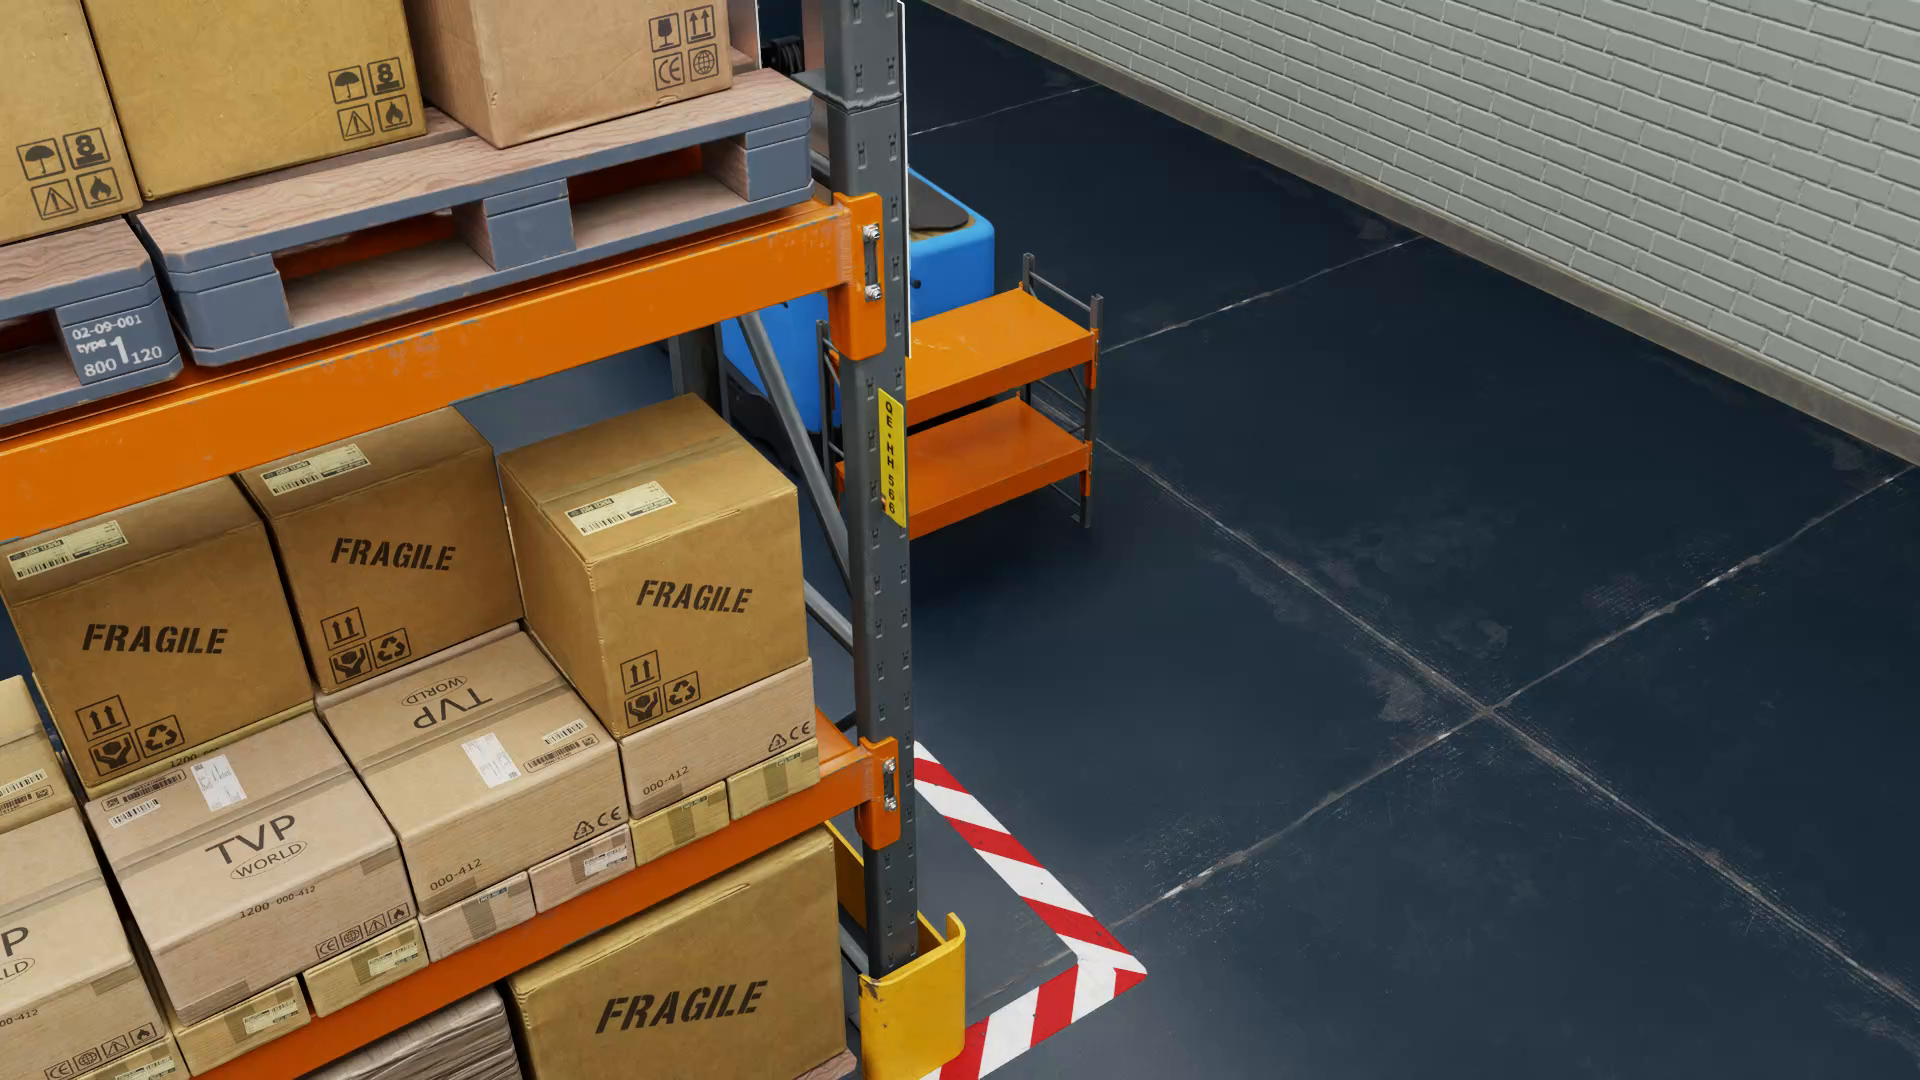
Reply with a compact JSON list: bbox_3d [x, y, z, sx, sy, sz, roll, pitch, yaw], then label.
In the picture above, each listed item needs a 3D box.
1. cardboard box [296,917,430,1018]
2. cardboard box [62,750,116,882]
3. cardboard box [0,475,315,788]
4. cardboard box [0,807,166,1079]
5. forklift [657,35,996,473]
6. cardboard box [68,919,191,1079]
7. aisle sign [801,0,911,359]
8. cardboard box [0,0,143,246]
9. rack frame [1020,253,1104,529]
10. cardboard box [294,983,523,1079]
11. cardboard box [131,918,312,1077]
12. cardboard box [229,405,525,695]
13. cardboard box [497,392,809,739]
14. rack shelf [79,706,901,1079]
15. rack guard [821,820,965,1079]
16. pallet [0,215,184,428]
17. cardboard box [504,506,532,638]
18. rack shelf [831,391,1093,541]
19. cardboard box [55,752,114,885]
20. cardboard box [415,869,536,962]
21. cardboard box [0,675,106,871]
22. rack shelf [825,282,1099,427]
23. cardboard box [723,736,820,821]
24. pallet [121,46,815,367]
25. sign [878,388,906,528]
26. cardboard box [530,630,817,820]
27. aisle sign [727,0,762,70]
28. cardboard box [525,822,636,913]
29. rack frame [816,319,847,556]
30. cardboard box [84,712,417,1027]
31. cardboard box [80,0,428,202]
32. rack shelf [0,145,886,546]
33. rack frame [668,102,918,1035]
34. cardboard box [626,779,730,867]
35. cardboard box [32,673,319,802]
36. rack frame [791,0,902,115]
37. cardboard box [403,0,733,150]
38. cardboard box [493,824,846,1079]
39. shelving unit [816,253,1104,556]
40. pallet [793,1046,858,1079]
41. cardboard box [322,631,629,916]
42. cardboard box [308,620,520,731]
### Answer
[{"bbox_3d":[-1.391,0.844,3.723,0.250,0.149,0.380,-23,42,-29],"label":"cardboard box"},{"bbox_3d":[-1.985,0.618,4.037,0.250,0.149,0.380,-23,42,-28],"label":"cardboard box"},{"bbox_3d":[-1.832,0.134,3.726,0.500,0.500,0.500,-24,42,-29],"label":"cardboard box"},{"bbox_3d":[-1.953,0.869,3.346,0.500,0.250,0.500,-22,41,-28],"label":"cardboard box"},{"bbox_3d":[-1.035,-2.298,7.935,1.130,2.935,3.031,-20,40,-25],"label":"forklift"},{"bbox_3d":[-1.806,1.014,3.487,0.250,0.149,0.380,-22,41,-27],"label":"cardboard box"},{"bbox_3d":[-0.224,-0.816,3.589,0.004,0.787,0.394,-22,41,-28],"label":"aisle sign"},{"bbox_3d":[-1.774,-0.820,2.721,0.500,0.500,0.700,-25,43,-31],"label":"cardboard box"},{"bbox_3d":[0.421,-0.630,7.162,0.032,1.125,0.500,-22,41,-28],"label":"rack frame"},{"bbox_3d":[-1.676,1.372,4.233,0.875,0.875,0.875,-22,41,-28],"label":"cardboard box"},{"bbox_3d":[-1.602,0.931,3.601,0.250,0.149,0.380,-22,41,-28],"label":"cardboard box"},{"bbox_3d":[-1.412,-0.043,3.972,0.500,0.500,0.500,-23,42,-29],"label":"cardboard box"},{"bbox_3d":[-0.702,0.046,3.849,0.500,0.500,0.500,-22,41,-27],"label":"cardboard box"},{"bbox_3d":[-2.090,1.085,3.788,4.000,0.370,1.077,-22,41,-28],"label":"rack shelf"},{"bbox_3d":[-0.436,1.127,5.254,0.348,0.500,1.175,-22,41,-28],"label":"rack guard"},{"bbox_3d":[-2.054,-0.394,2.736,1.213,0.211,1.003,-22,41,-28],"label":"pallet"},{"bbox_3d":[-1.003,0.093,4.425,0.500,0.250,0.500,-24,42,-29],"label":"cardboard box"},{"bbox_3d":[0.006,-0.260,7.067,1.000,0.278,0.538,-22,41,-28],"label":"rack shelf"},{"bbox_3d":[-2.192,0.703,3.919,0.250,0.149,0.380,-23,42,-29],"label":"cardboard box"},{"bbox_3d":[-1.179,0.756,3.846,0.250,0.149,0.380,-22,41,-27],"label":"cardboard box"},{"bbox_3d":[-2.260,0.617,3.697,0.500,0.250,0.500,-23,42,-29],"label":"cardboard box"},{"bbox_3d":[0.006,-0.697,6.754,1.000,0.278,0.538,-22,41,-28],"label":"rack shelf"},{"bbox_3d":[-0.557,0.500,4.202,0.250,0.149,0.380,-22,41,-27],"label":"cardboard box"},{"bbox_3d":[-1.056,-0.807,3.309,1.213,0.211,1.003,-22,41,-28],"label":"pallet"},{"bbox_3d":[-0.154,-0.182,3.739,0.005,0.325,0.100,-22,41,-28],"label":"sign"},{"bbox_3d":[-0.698,0.350,4.067,0.500,0.250,0.500,-23,42,-29],"label":"cardboard box"},{"bbox_3d":[-0.569,-1.102,3.987,0.004,0.787,0.394,-22,41,-28],"label":"aisle sign"},{"bbox_3d":[-0.975,0.672,3.962,0.250,0.149,0.380,-22,41,-28],"label":"cardboard box"},{"bbox_3d":[-0.410,-0.288,6.687,0.032,1.125,0.500,-22,41,-28],"label":"rack frame"},{"bbox_3d":[-1.529,0.692,3.592,0.500,0.250,0.500,-24,42,-29],"label":"cardboard box"},{"bbox_3d":[-1.379,-1.017,2.995,0.500,0.500,0.700,-24,42,-29],"label":"cardboard box"},{"bbox_3d":[-2.090,-0.132,2.912,4.000,0.370,1.077,-22,41,-28],"label":"rack shelf"},{"bbox_3d":[-0.455,0.121,4.513,0.127,3.000,1.000,-22,41,-28],"label":"rack frame"},{"bbox_3d":[-0.768,0.588,4.079,0.250,0.149,0.380,-22,41,-27],"label":"cardboard box"},{"bbox_3d":[-1.837,0.439,3.945,0.500,0.250,0.500,-24,42,-29],"label":"cardboard box"},{"bbox_3d":[-0.455,-2.315,2.762,0.127,3.000,1.000,-22,41,-28],"label":"rack frame"},{"bbox_3d":[-0.849,-1.148,3.178,0.500,0.500,0.700,-25,43,-30],"label":"cardboard box"},{"bbox_3d":[-0.932,1.066,4.659,0.875,0.875,0.875,-22,41,-28],"label":"cardboard box"},{"bbox_3d":[0.006,-0.459,6.925,1.048,1.125,0.538,-22,41,-28],"label":"shelving unit"},{"bbox_3d":[-1.064,1.559,4.902,1.213,0.211,1.003,-22,41,-28],"label":"pallet"},{"bbox_3d":[-1.113,0.521,3.831,0.500,0.250,0.500,-23,42,-29],"label":"cardboard box"},{"bbox_3d":[-1.424,0.271,4.177,0.500,0.250,0.500,-23,42,-28],"label":"cardboard box"}]
